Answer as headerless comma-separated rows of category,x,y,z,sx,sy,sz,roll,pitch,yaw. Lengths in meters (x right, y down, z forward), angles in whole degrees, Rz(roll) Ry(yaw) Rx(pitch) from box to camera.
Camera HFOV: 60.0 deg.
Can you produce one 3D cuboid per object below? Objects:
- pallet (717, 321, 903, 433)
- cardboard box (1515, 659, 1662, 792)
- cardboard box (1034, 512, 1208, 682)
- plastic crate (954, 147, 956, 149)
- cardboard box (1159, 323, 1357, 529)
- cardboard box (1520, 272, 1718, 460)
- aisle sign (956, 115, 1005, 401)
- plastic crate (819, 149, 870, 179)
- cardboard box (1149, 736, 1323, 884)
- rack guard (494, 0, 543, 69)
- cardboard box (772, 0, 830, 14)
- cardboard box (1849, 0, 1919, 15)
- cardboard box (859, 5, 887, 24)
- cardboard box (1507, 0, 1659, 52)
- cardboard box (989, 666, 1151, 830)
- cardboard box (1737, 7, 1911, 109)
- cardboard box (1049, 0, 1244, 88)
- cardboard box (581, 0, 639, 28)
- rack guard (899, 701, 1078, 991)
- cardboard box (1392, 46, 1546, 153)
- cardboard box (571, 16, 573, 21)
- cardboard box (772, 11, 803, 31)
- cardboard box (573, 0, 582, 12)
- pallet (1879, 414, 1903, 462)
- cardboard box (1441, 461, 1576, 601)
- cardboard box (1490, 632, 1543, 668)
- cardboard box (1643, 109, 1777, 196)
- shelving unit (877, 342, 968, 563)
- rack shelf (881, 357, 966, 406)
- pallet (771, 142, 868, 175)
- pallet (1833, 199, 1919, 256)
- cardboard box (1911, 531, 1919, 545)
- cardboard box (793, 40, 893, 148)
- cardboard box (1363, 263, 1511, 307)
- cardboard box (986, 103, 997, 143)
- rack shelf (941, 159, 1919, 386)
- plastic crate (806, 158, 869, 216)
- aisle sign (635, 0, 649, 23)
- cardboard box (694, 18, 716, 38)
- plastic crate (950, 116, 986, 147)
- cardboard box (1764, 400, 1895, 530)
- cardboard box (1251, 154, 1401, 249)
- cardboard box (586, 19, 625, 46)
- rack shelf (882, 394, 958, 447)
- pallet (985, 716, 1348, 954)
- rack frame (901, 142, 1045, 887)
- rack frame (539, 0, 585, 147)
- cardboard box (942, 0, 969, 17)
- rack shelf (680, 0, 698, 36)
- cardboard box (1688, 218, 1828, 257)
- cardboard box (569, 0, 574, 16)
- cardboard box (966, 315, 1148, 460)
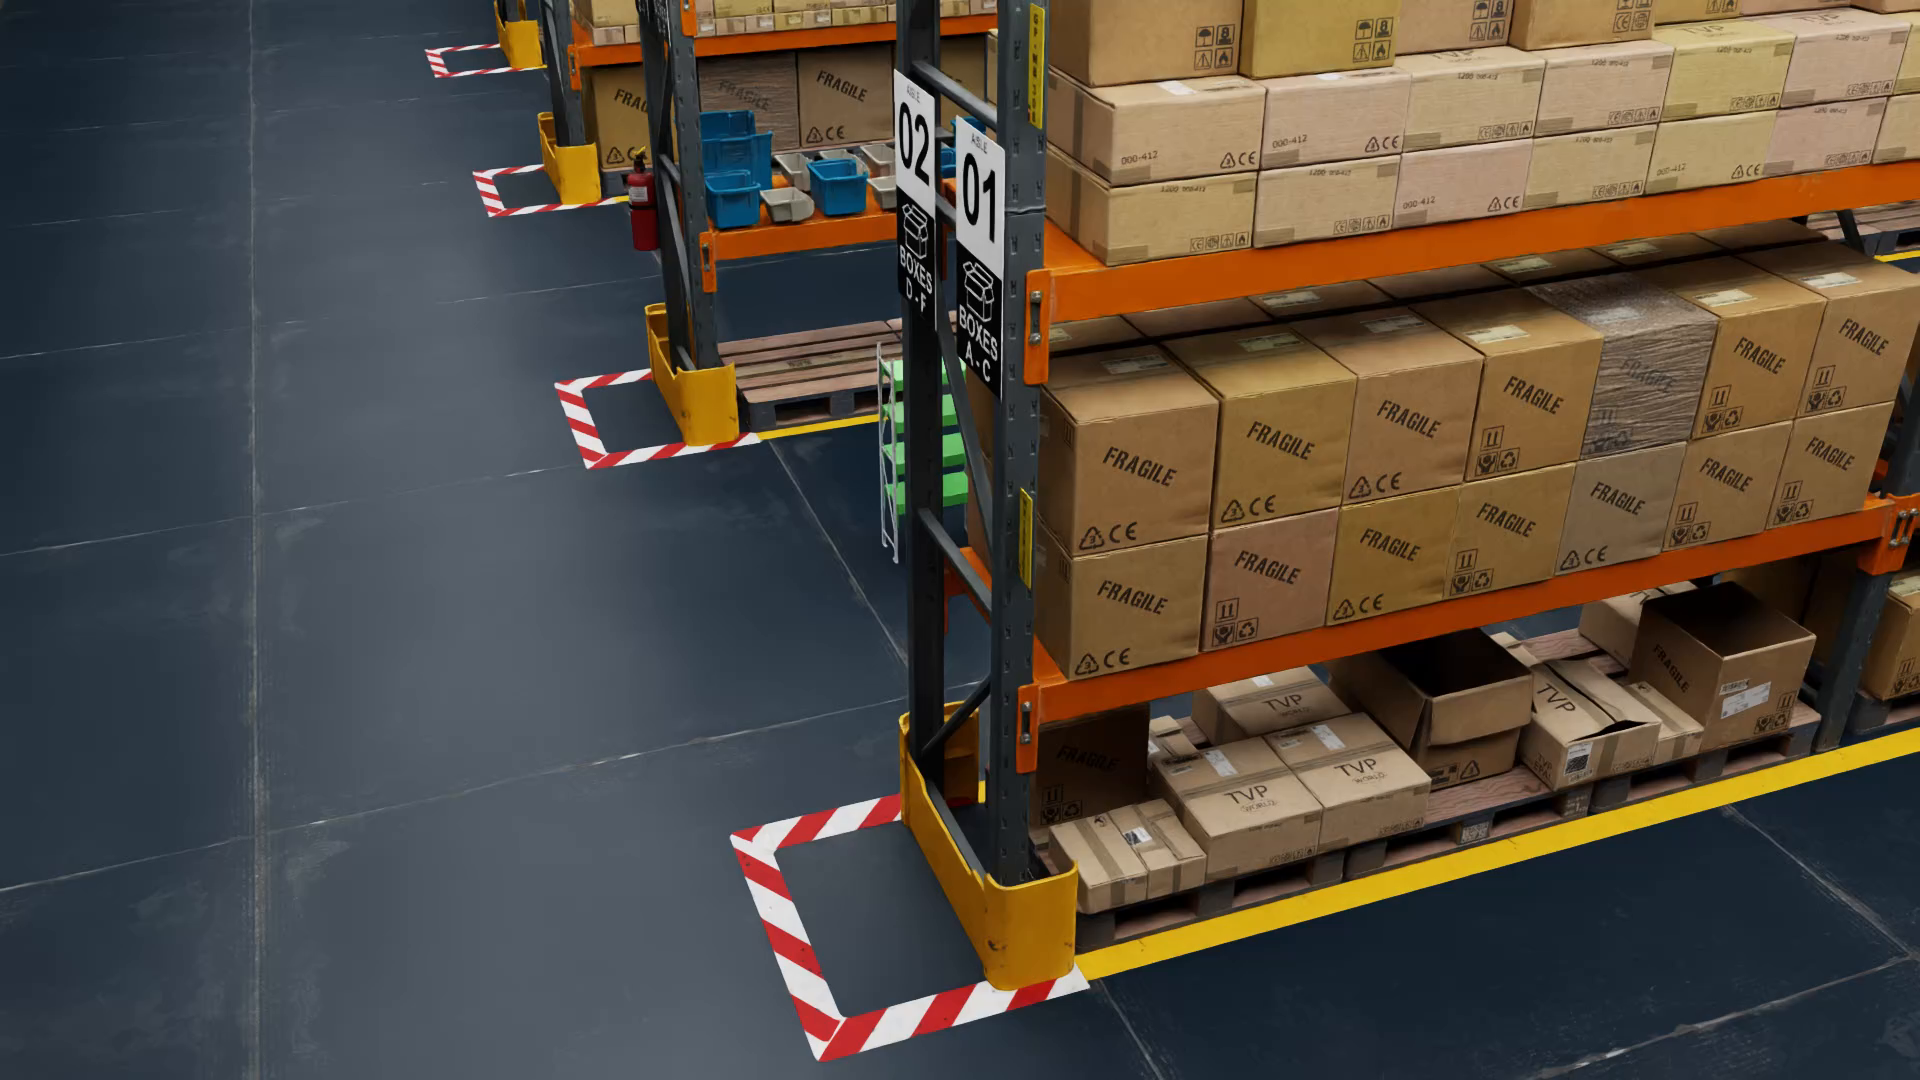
pallet,-0.917,-1.093,10.955,1.213,0.211,1.003,-10,31,-18
cardboard box,2.631,0.765,7.149,0.500,0.311,0.500,-10,31,-18
cardboard box,0.528,0.121,5.907,0.500,0.500,0.500,-10,31,-17
plastic crate,0.158,-2.302,10.370,0.300,0.233,0.416,-10,31,-18
cardboard box,1.015,-0.407,5.824,0.500,0.500,0.500,-10,31,-17
cardboard box,2.434,-0.666,6.277,0.500,0.500,0.500,-10,31,-17
aisle sign,0.059,-0.863,5.108,0.004,0.787,0.394,-10,31,-18
plastic crate,-0.726,-2.360,10.568,0.243,0.136,0.396,-10,31,-18
cardboard box,1.097,1.074,6.669,0.500,0.250,0.500,-10,31,-18
rack guard,-4.994,-5.724,18.792,0.348,0.500,1.175,-10,31,-18
cardboard box,-1.442,-4.770,14.444,0.500,0.250,0.500,-11,31,-19
cardboard box,3.327,-2.251,6.030,0.500,0.500,0.700,-10,31,-18
cardboard box,-0.818,-4.677,14.683,0.250,0.149,0.380,-10,31,-17
cardboard box,1.926,-1.985,5.563,0.500,0.500,0.700,-10,31,-18
cardboard box,0.444,0.805,6.887,0.500,0.500,0.500,-10,31,-18
cardboard box,2.938,-1.733,5.877,0.500,0.250,0.500,-10,31,-18
cardboard box,0.496,-1.759,5.166,0.500,0.500,0.700,-10,31,-18
cardboard box,-2.887,-4.500,13.969,0.500,0.250,0.500,-11,32,-19
rack guard,0.091,1.192,6.654,0.348,0.500,1.175,-10,31,-18
cardboard box,1.530,-1.477,5.429,0.500,0.250,0.500,-10,31,-18
cardboard box,-4.485,-5.841,18.628,0.250,0.149,0.380,-9,31,-16
cardboard box,-1.542,-4.543,14.448,0.250,0.149,0.380,-11,32,-19
cardboard box,-3.069,-4.749,14.406,0.500,0.250,0.500,-11,31,-18
pallet,4.556,-0.576,7.424,1.213,0.211,1.003,-10,31,-18
cardboard box,1.950,-0.141,6.367,0.500,0.500,0.500,-10,31,-17
cardboard box,2.493,0.594,7.595,0.250,0.166,0.380,-10,31,-18
cardboard box,2.468,-1.431,5.853,0.500,0.250,0.500,-10,31,-18
shelving unit,-0.155,-0.493,8.903,0.503,1.200,0.258,-10,31,-18
rack shelf,-0.155,-0.854,8.697,0.480,0.148,0.258,-10,31,-18
pallet,-1.567,-3.650,15.443,1.213,0.211,1.003,-10,31,-18
pallet,7.675,-2.674,13.730,1.213,0.211,1.003,-10,31,-18
cardboard box,4.803,0.255,7.852,0.500,0.500,0.500,-10,31,-17
cardboard box,-1.172,-4.196,15.306,0.875,0.875,0.875,-10,31,-18
cardboard box,1.780,-0.832,6.568,0.500,0.500,0.500,-9,31,-16
cardboard box,0.410,-1.331,5.677,0.500,0.250,0.500,-10,31,-18
rack shelf,1.895,-1.217,6.053,4.000,0.370,1.077,-10,31,-18
plastic crate,-0.740,-2.137,10.079,0.300,0.233,0.416,-10,31,-18
aisle sign,-1.873,-3.433,9.620,0.004,0.787,0.394,-10,31,-18
cardboard box,-2.259,-4.412,14.218,0.250,0.149,0.380,-11,31,-18
plastic crate,0.132,-2.607,10.904,0.300,0.233,0.416,-10,31,-18
cardboard box,3.390,-0.410,6.838,0.500,0.500,0.500,-10,31,-17
cardboard box,1.063,-1.171,5.396,0.500,0.250,0.500,-10,31,-18
cardboard box,-2.983,-4.277,13.981,0.250,0.149,0.380,-10,31,-17
rack shelf,-0.155,-0.646,8.816,0.480,0.148,0.258,-10,31,-18
pallet,0.838,1.179,6.967,1.213,0.211,1.003,-10,31,-18
rack frame,0.020,0.119,6.012,0.127,3.000,1.000,-10,31,-18
rack frame,-3.431,-4.478,14.080,0.127,3.000,1.000,-10,31,-18
cardboard box,-0.095,-4.810,14.917,0.250,0.149,0.380,-10,31,-17
rack shelf,0.171,-3.516,10.088,4.000,0.370,1.077,-10,31,-18
cardboard box,3.229,-1.099,7.038,0.500,0.500,0.500,-10,31,-16
cardboard box,-4.456,-5.932,18.486,0.250,0.149,0.380,-12,32,-20
cardboard box,0.341,-0.564,6.098,0.500,0.500,0.500,-11,31,-18
